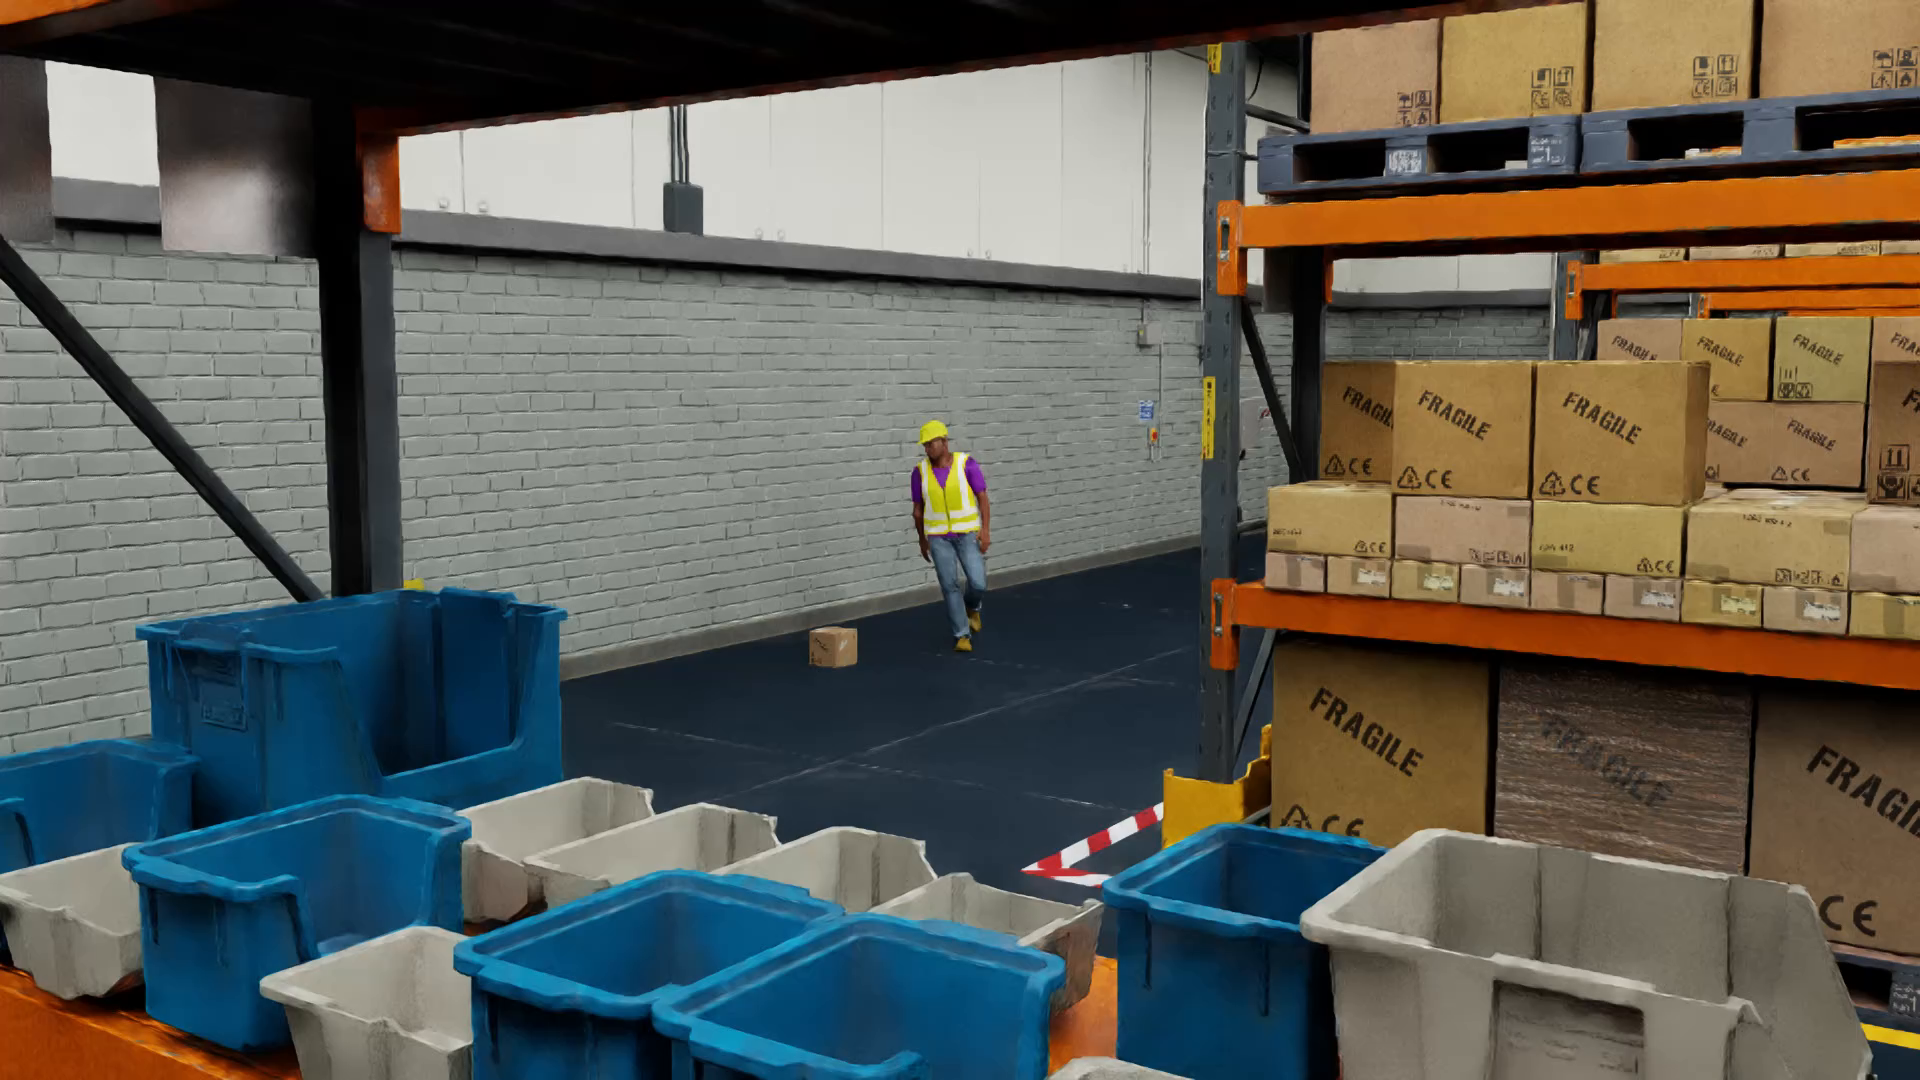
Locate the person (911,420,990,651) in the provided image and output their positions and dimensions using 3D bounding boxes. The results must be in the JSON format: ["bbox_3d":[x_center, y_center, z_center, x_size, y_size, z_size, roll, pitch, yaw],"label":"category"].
[{"bbox_3d":[-0.068,-0.042,12.691,0.609,1.745,0.710,0,6,4],"label":"person"}]
